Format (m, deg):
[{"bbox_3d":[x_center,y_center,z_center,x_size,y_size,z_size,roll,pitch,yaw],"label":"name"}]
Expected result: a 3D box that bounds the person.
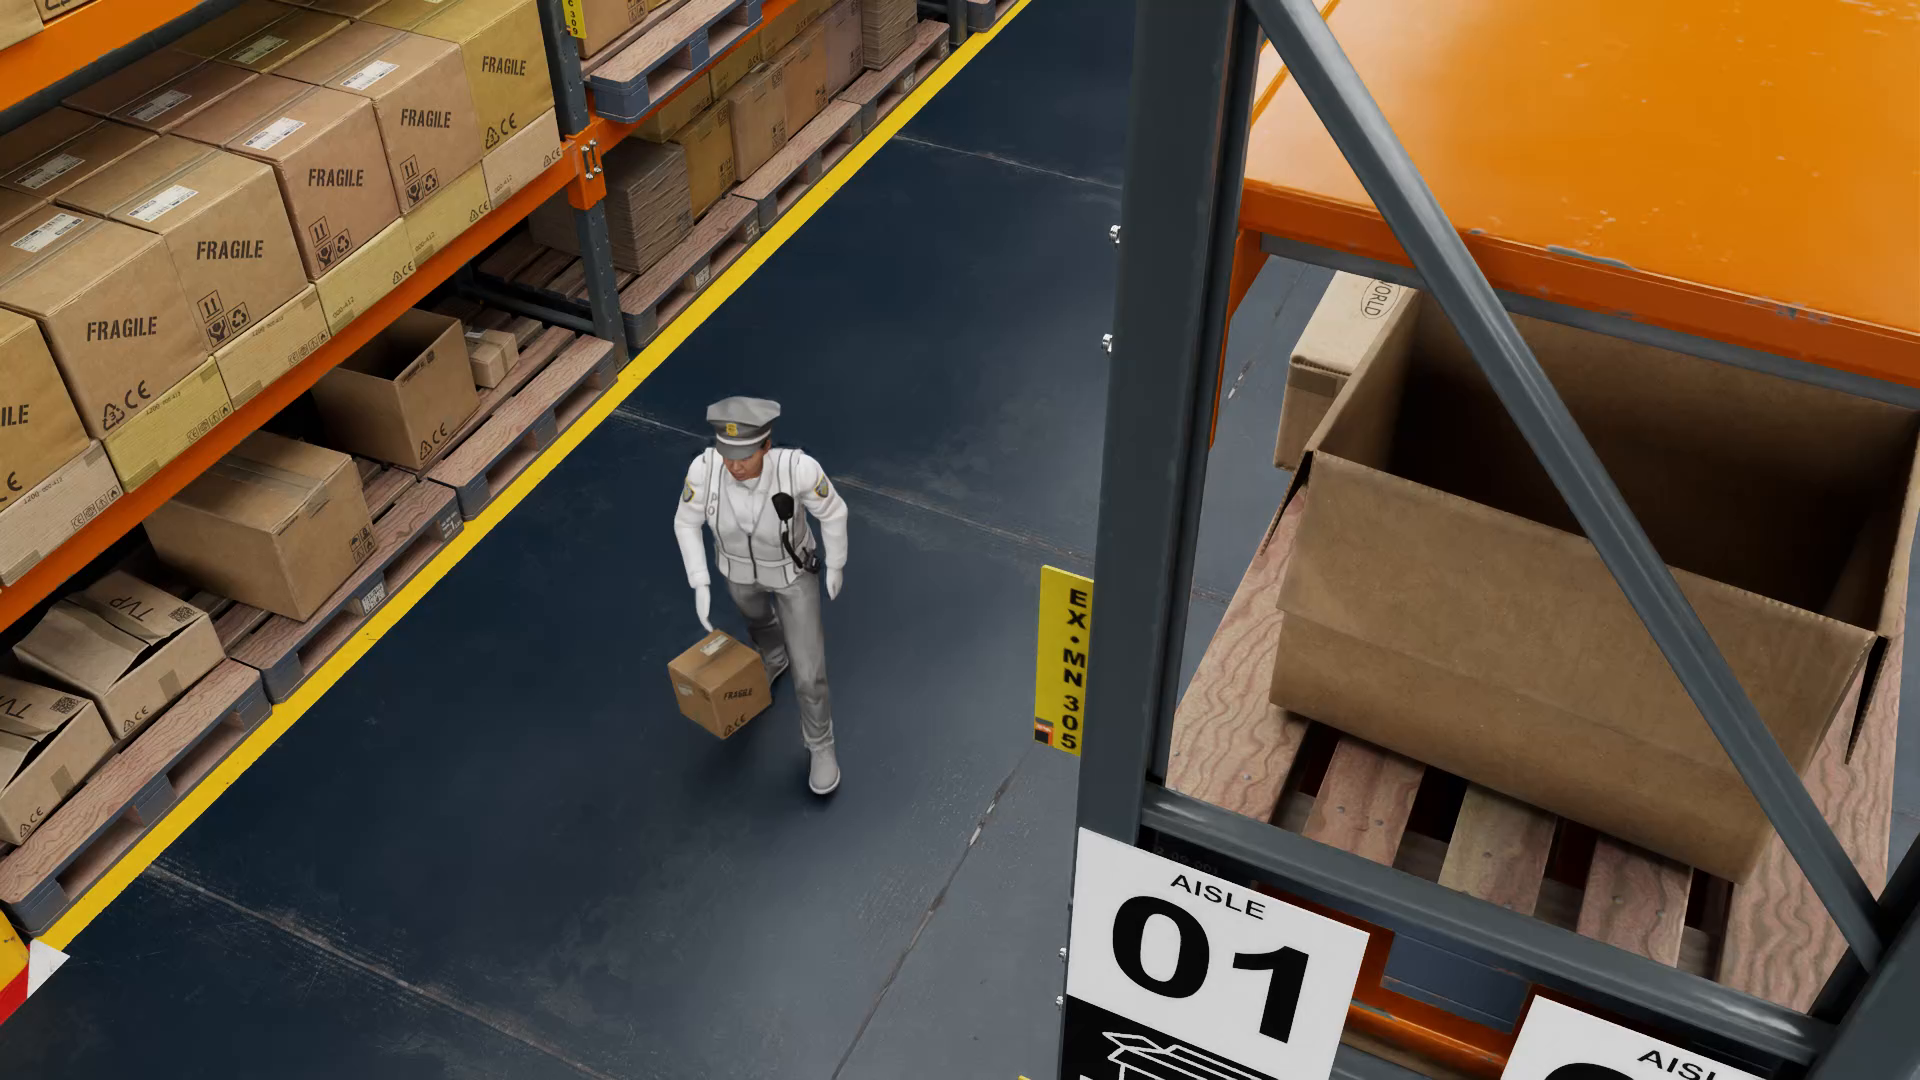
[{"bbox_3d":[-0.704,0.124,6.032,0.605,1.645,0.700,7,43,8],"label":"person"}]
